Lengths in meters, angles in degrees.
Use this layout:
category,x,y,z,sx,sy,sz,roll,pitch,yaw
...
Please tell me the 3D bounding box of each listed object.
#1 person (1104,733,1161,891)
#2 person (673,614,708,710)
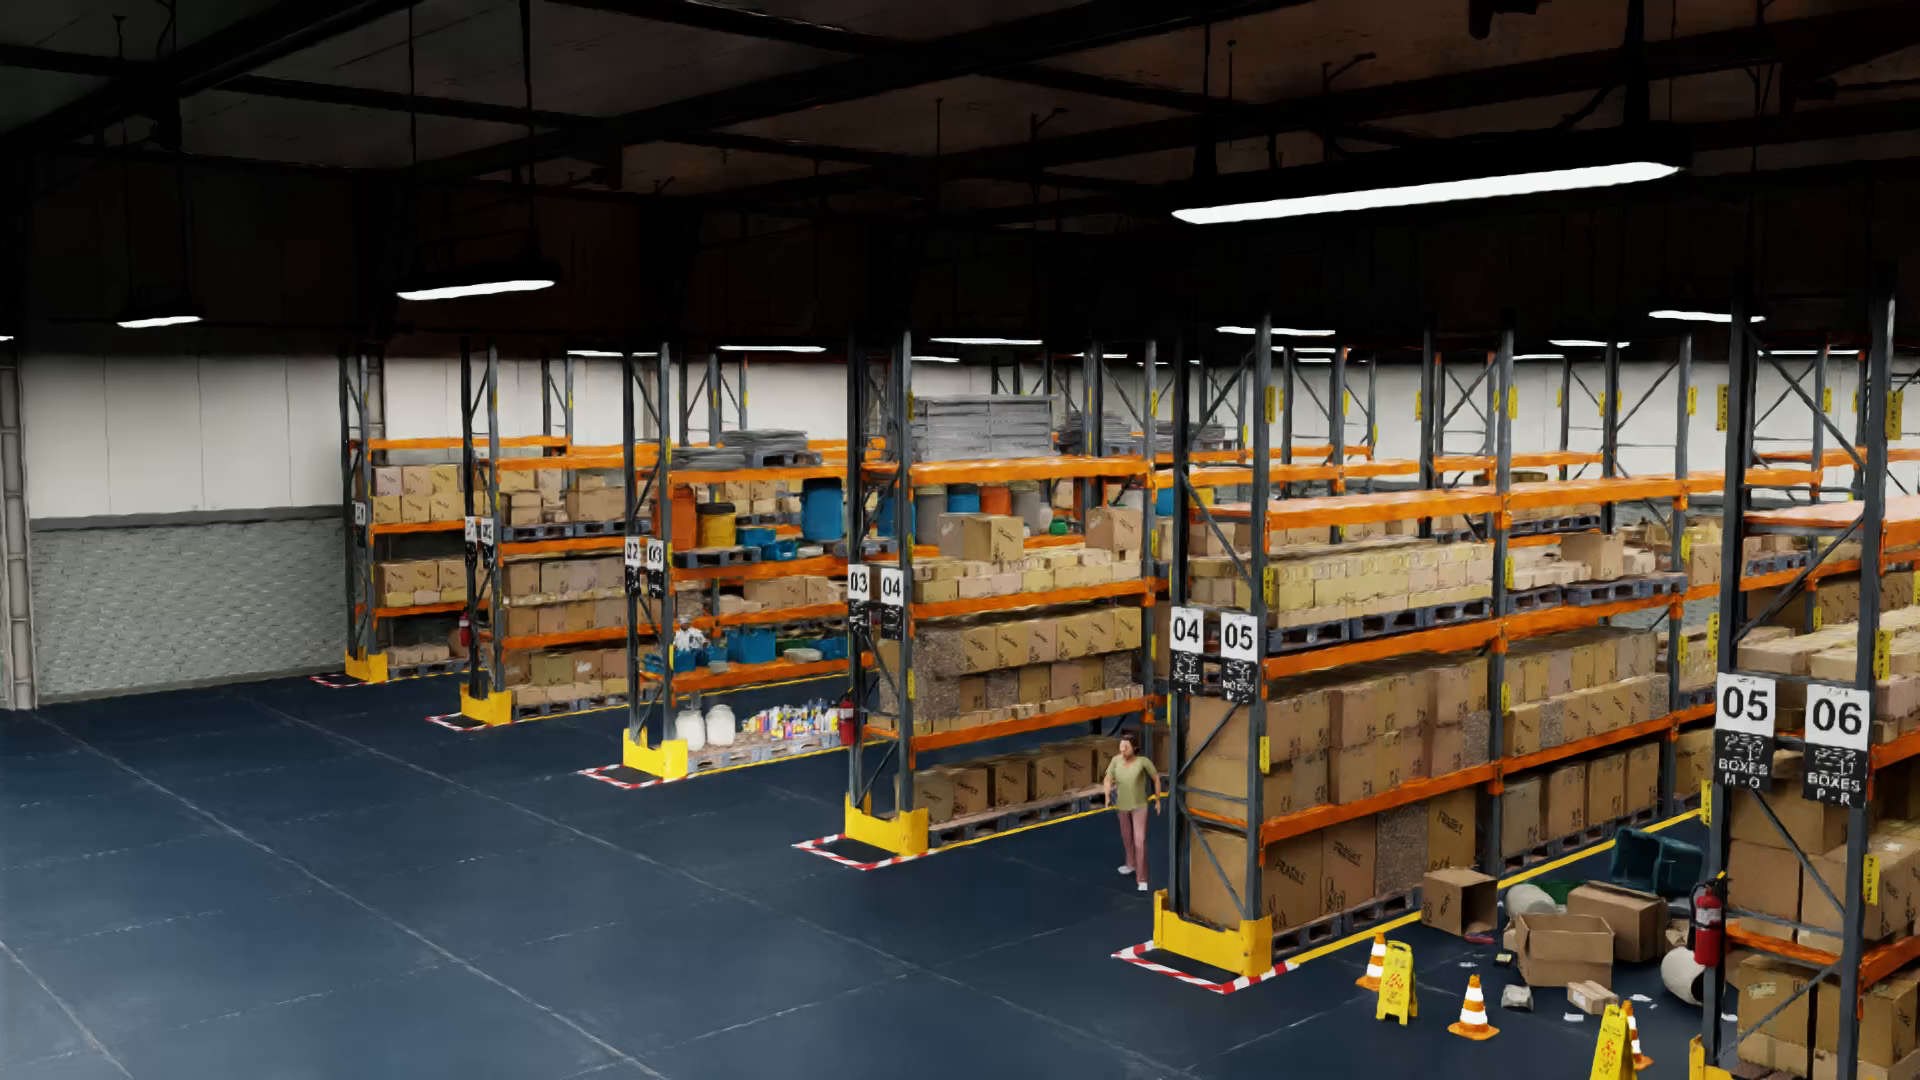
category,x,y,z,sx,sy,sz,roll,pitch,yaw
person,1.836,2.793,17.455,0.611,1.602,0.817,3,6,31
person,-4.301,1.962,26.738,0.626,1.610,0.800,3,6,29
